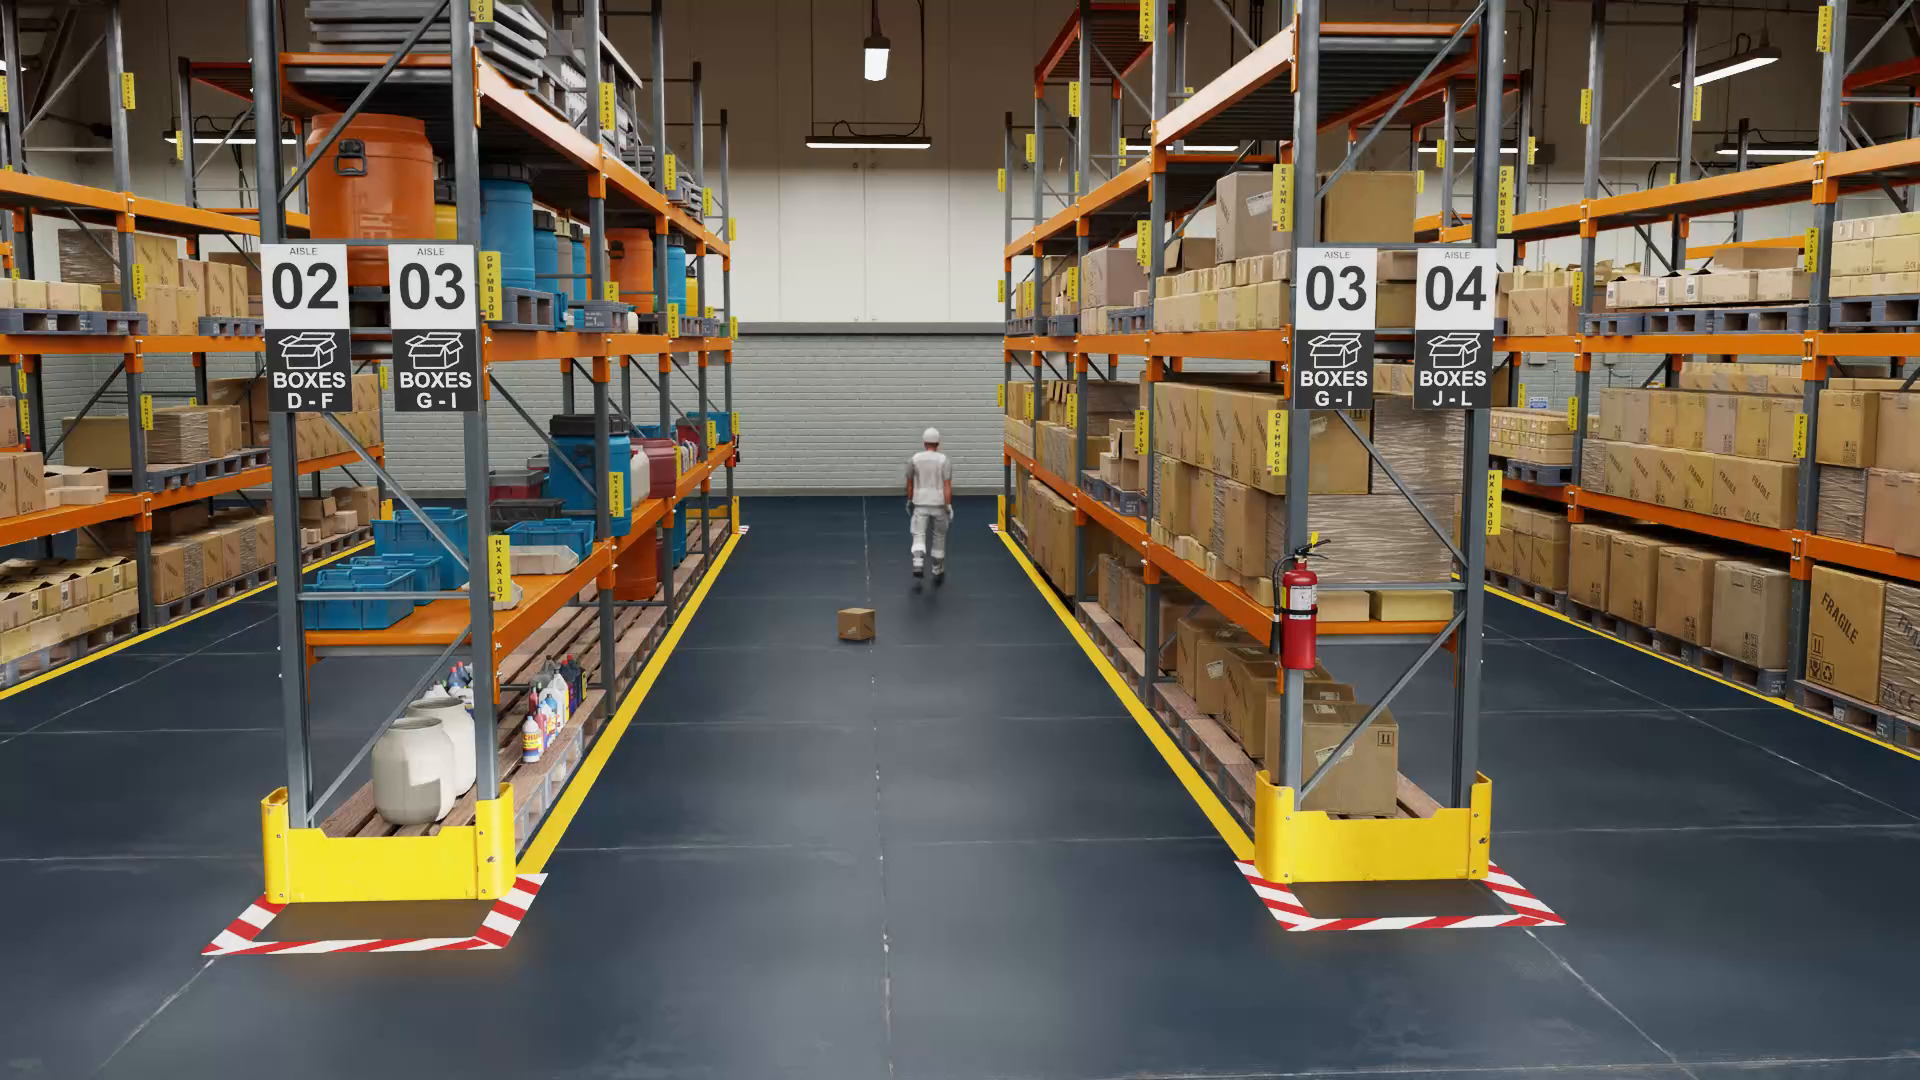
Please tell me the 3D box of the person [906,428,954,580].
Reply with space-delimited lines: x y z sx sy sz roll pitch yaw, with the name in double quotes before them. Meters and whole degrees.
"person" -0.346 -0.394 18.945 0.560 1.764 0.946 0 7 4
